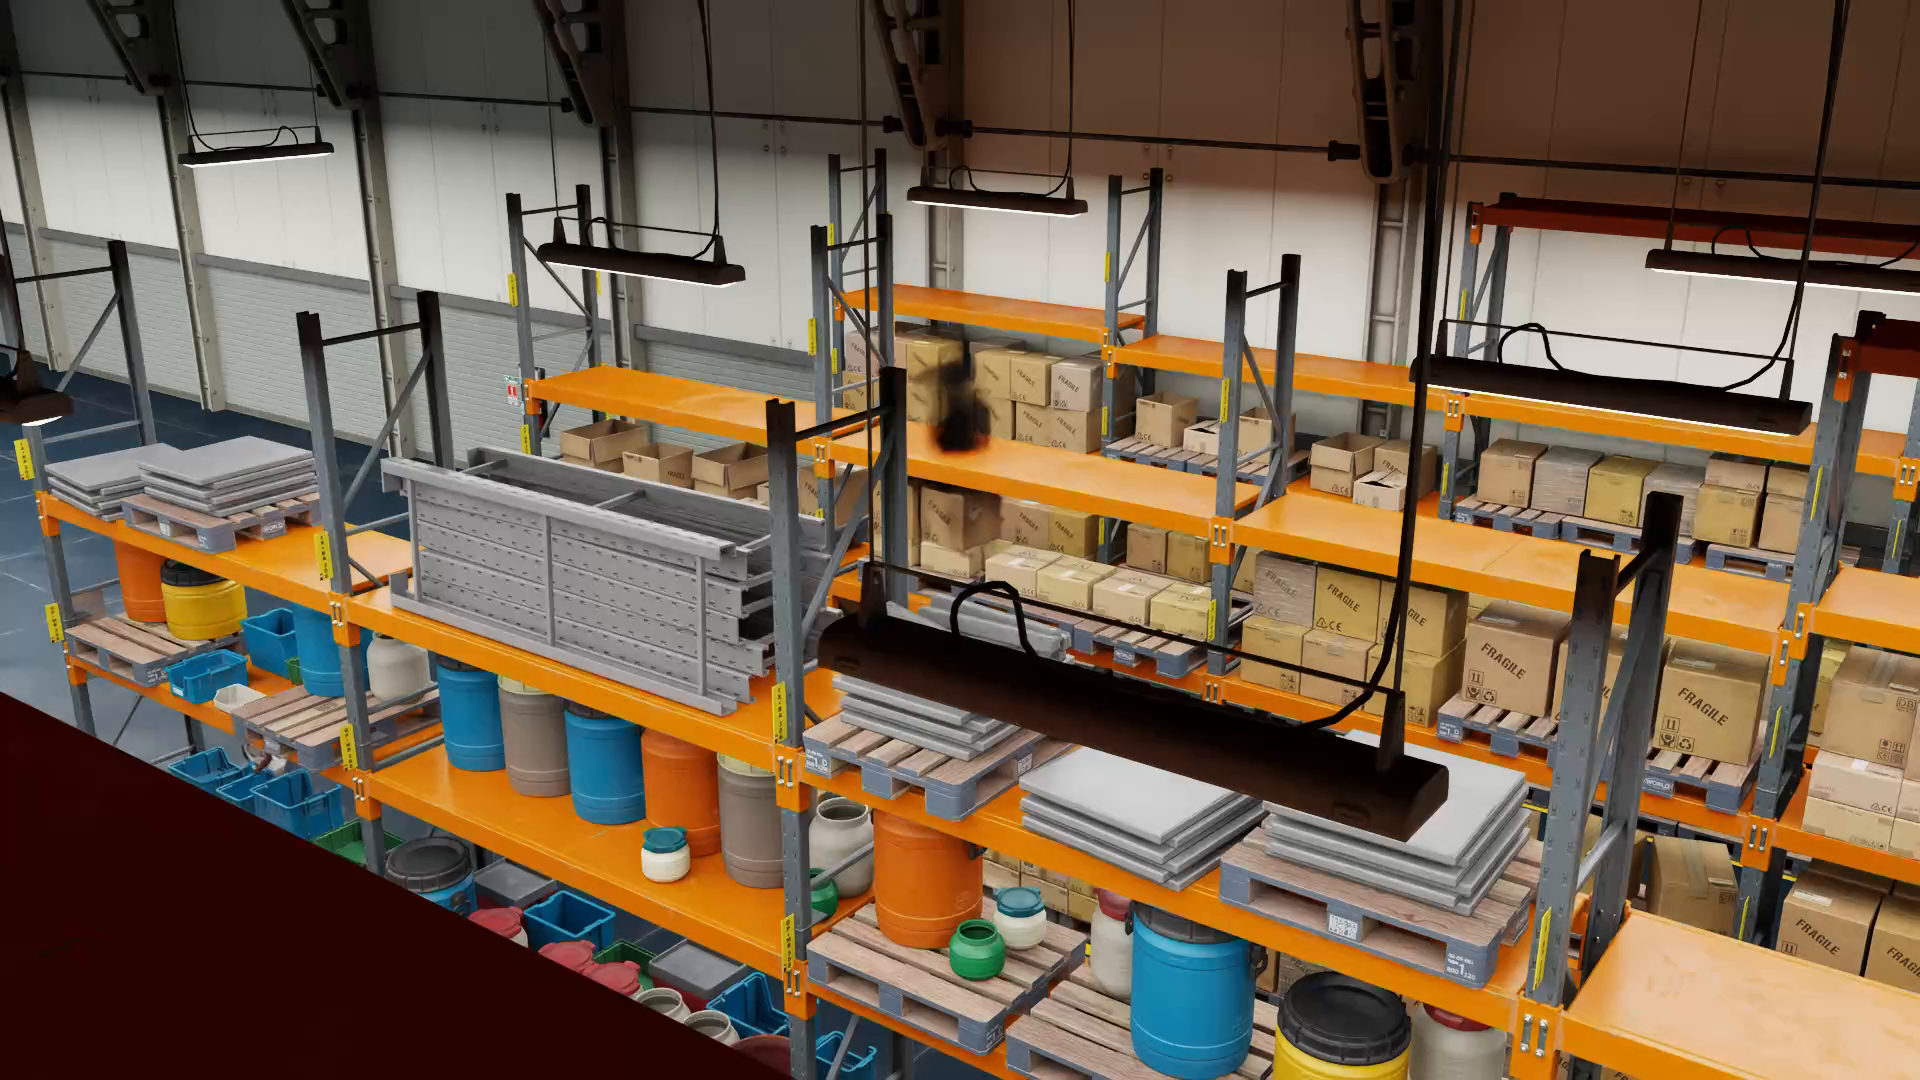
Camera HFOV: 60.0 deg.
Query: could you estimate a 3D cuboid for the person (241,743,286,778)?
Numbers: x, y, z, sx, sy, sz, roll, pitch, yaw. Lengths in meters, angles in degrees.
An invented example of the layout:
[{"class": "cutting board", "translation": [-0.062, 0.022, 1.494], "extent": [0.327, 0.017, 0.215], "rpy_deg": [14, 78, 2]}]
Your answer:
[{"class": "person", "translation": [-6.611, 2.186, 16.053], "extent": [0.532, 1.624, 0.572], "rpy_deg": [-5, 19, -14]}]
